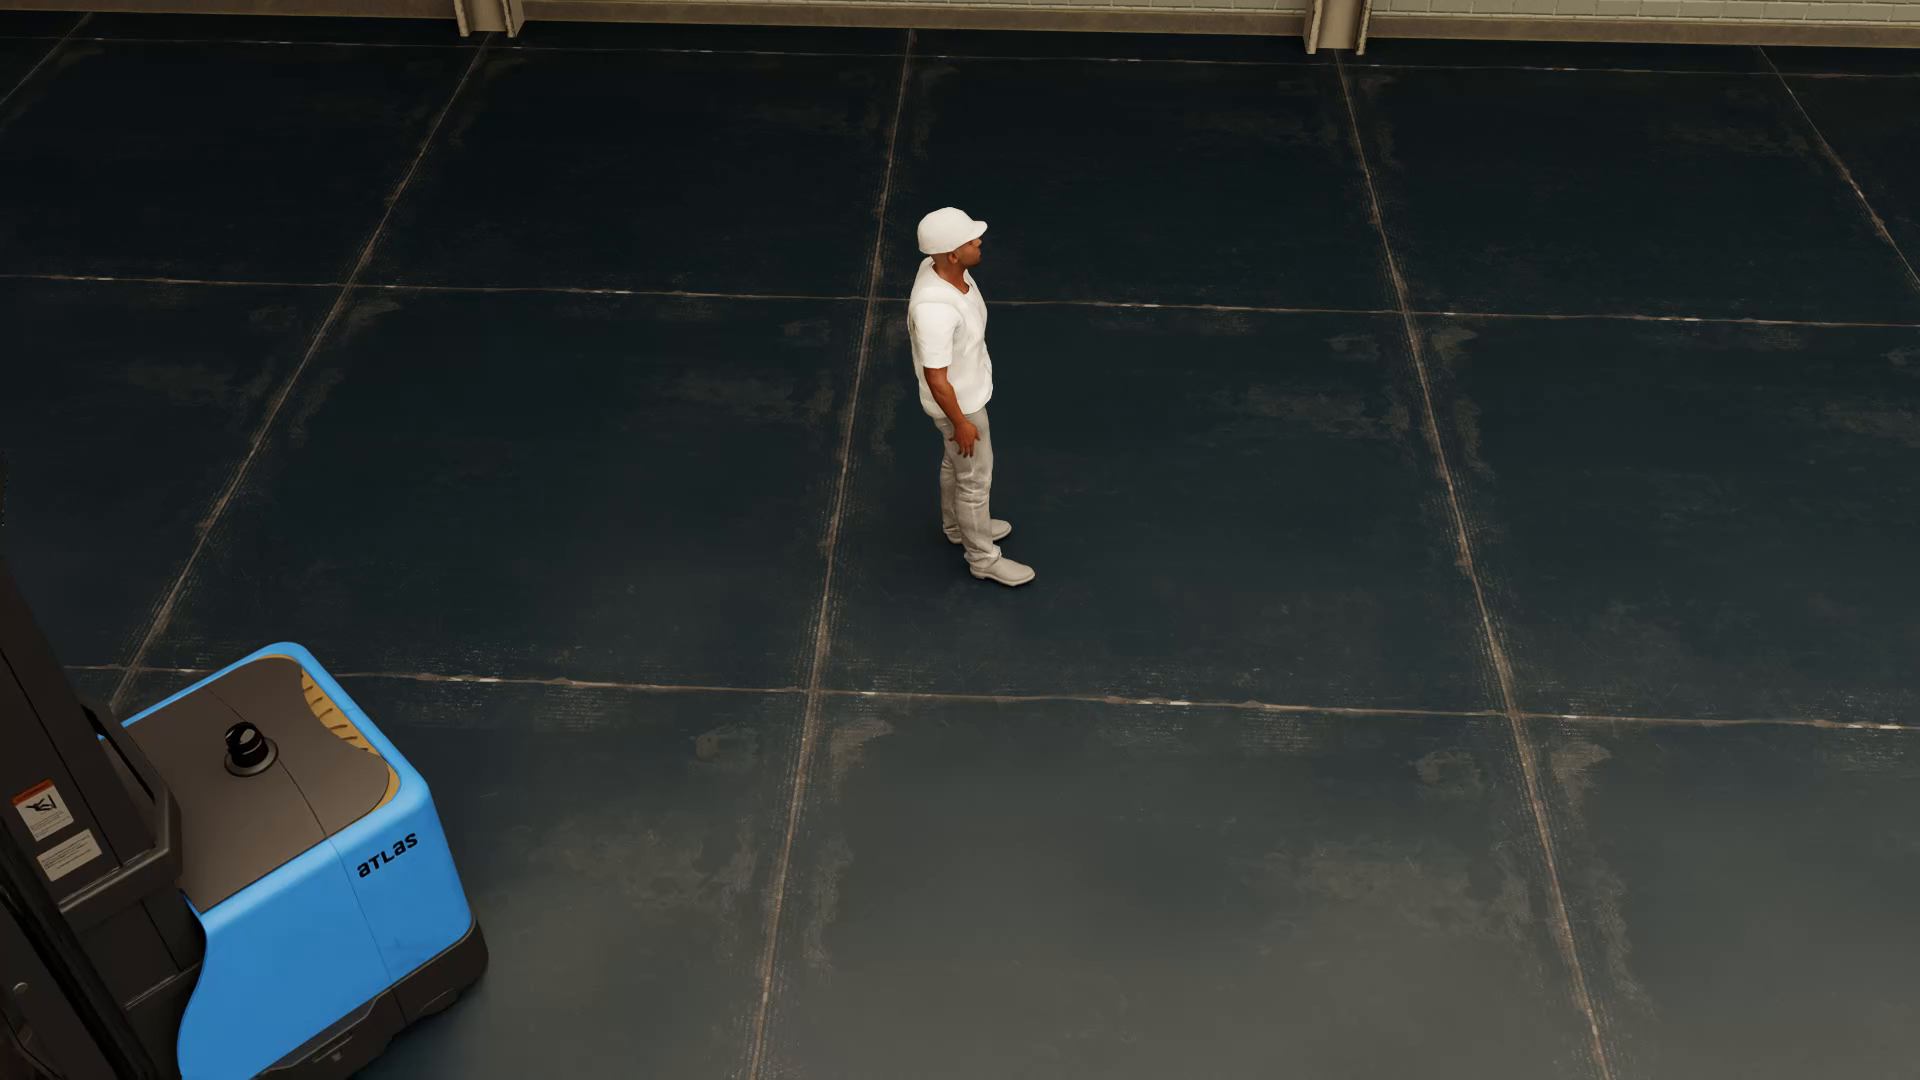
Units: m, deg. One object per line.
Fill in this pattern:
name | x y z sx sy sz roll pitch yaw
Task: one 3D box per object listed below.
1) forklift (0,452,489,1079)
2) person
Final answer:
forklift | -3.152 0.967 4.683 3.031 2.935 1.130 -32 51 -30
person | 0.070 -0.652 7.310 0.575 1.768 0.666 2 42 2
